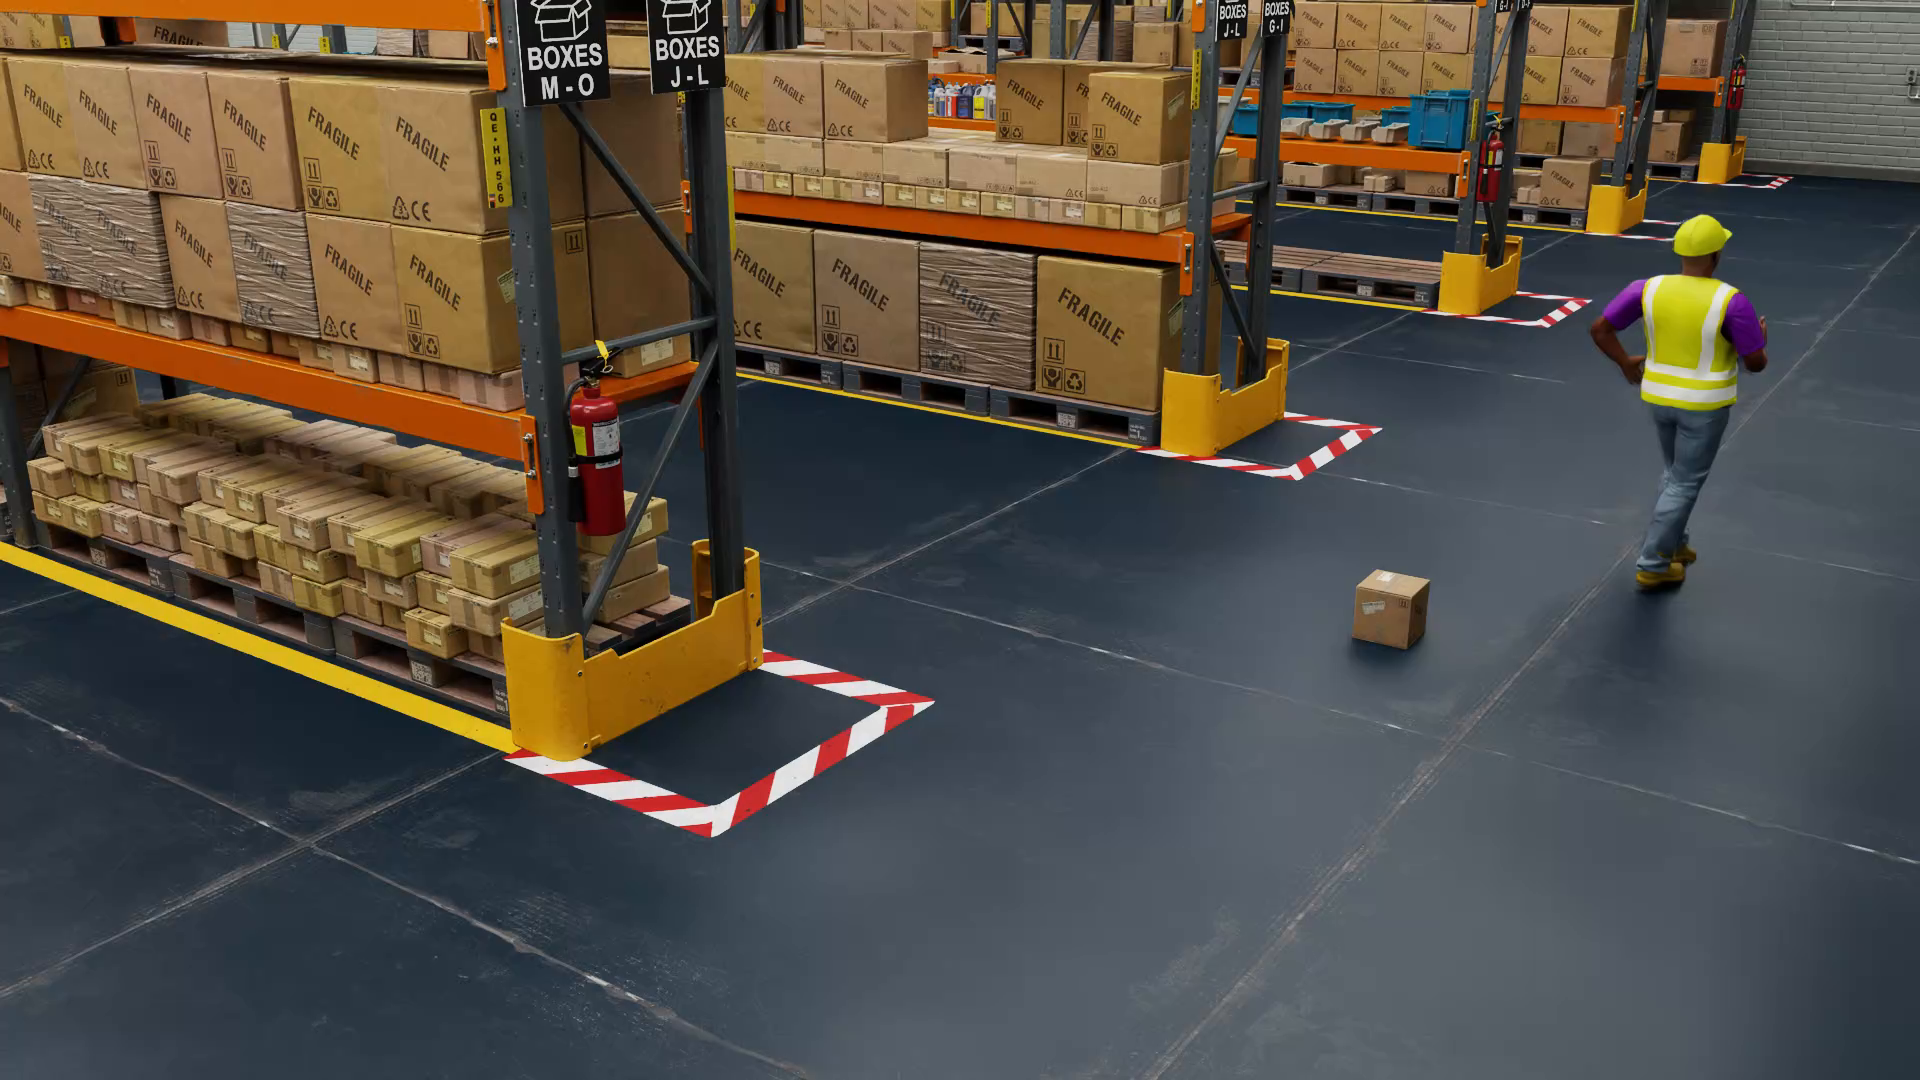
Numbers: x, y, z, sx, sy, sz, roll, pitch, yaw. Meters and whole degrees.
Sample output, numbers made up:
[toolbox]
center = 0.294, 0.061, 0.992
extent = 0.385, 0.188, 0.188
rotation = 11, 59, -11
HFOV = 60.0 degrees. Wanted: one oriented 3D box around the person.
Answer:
[person]
center = 3.446, -0.655, 7.828
extent = 0.749, 1.766, 0.706
rotation = -12, 23, -31
